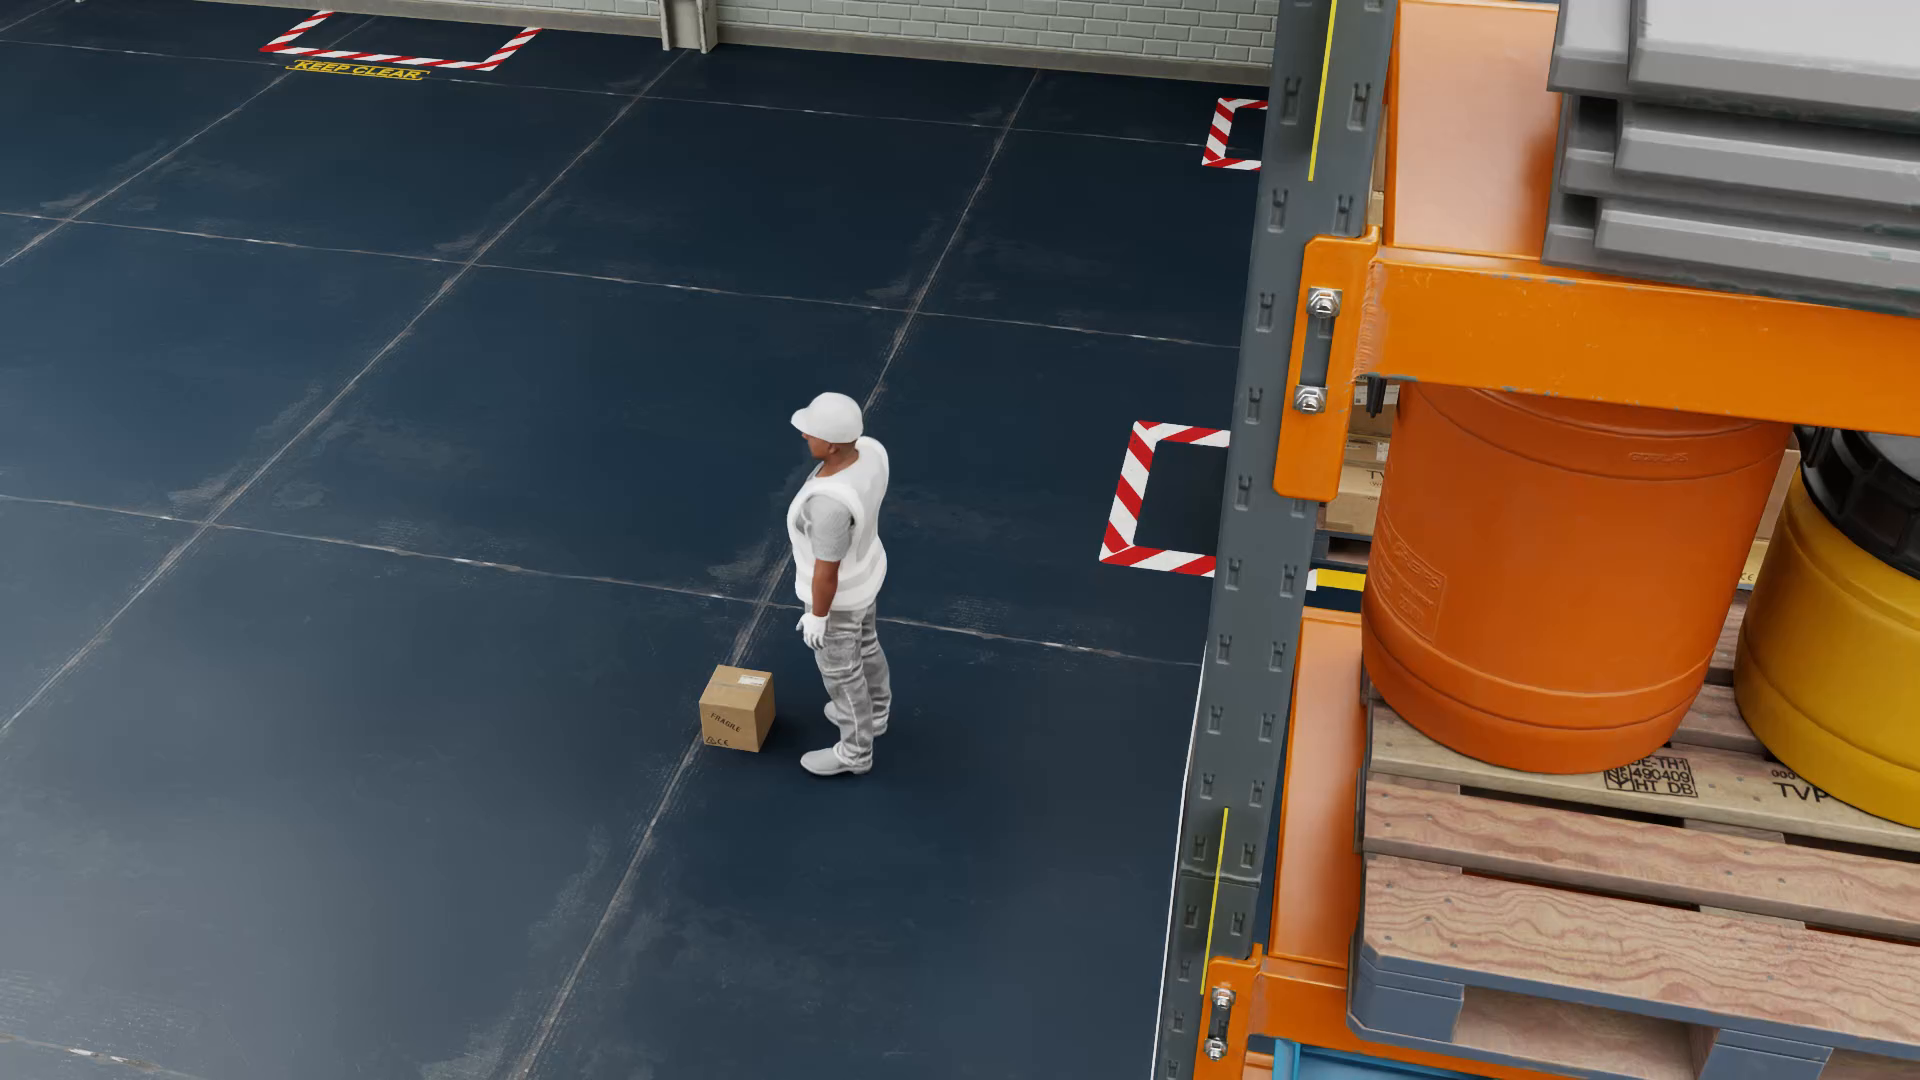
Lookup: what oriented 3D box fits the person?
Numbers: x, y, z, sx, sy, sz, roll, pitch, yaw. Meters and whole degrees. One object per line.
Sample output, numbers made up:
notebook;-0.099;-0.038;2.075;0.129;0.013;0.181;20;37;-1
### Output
person;-0.483;0.185;6.687;0.347;1.786;0.550;9;37;12
